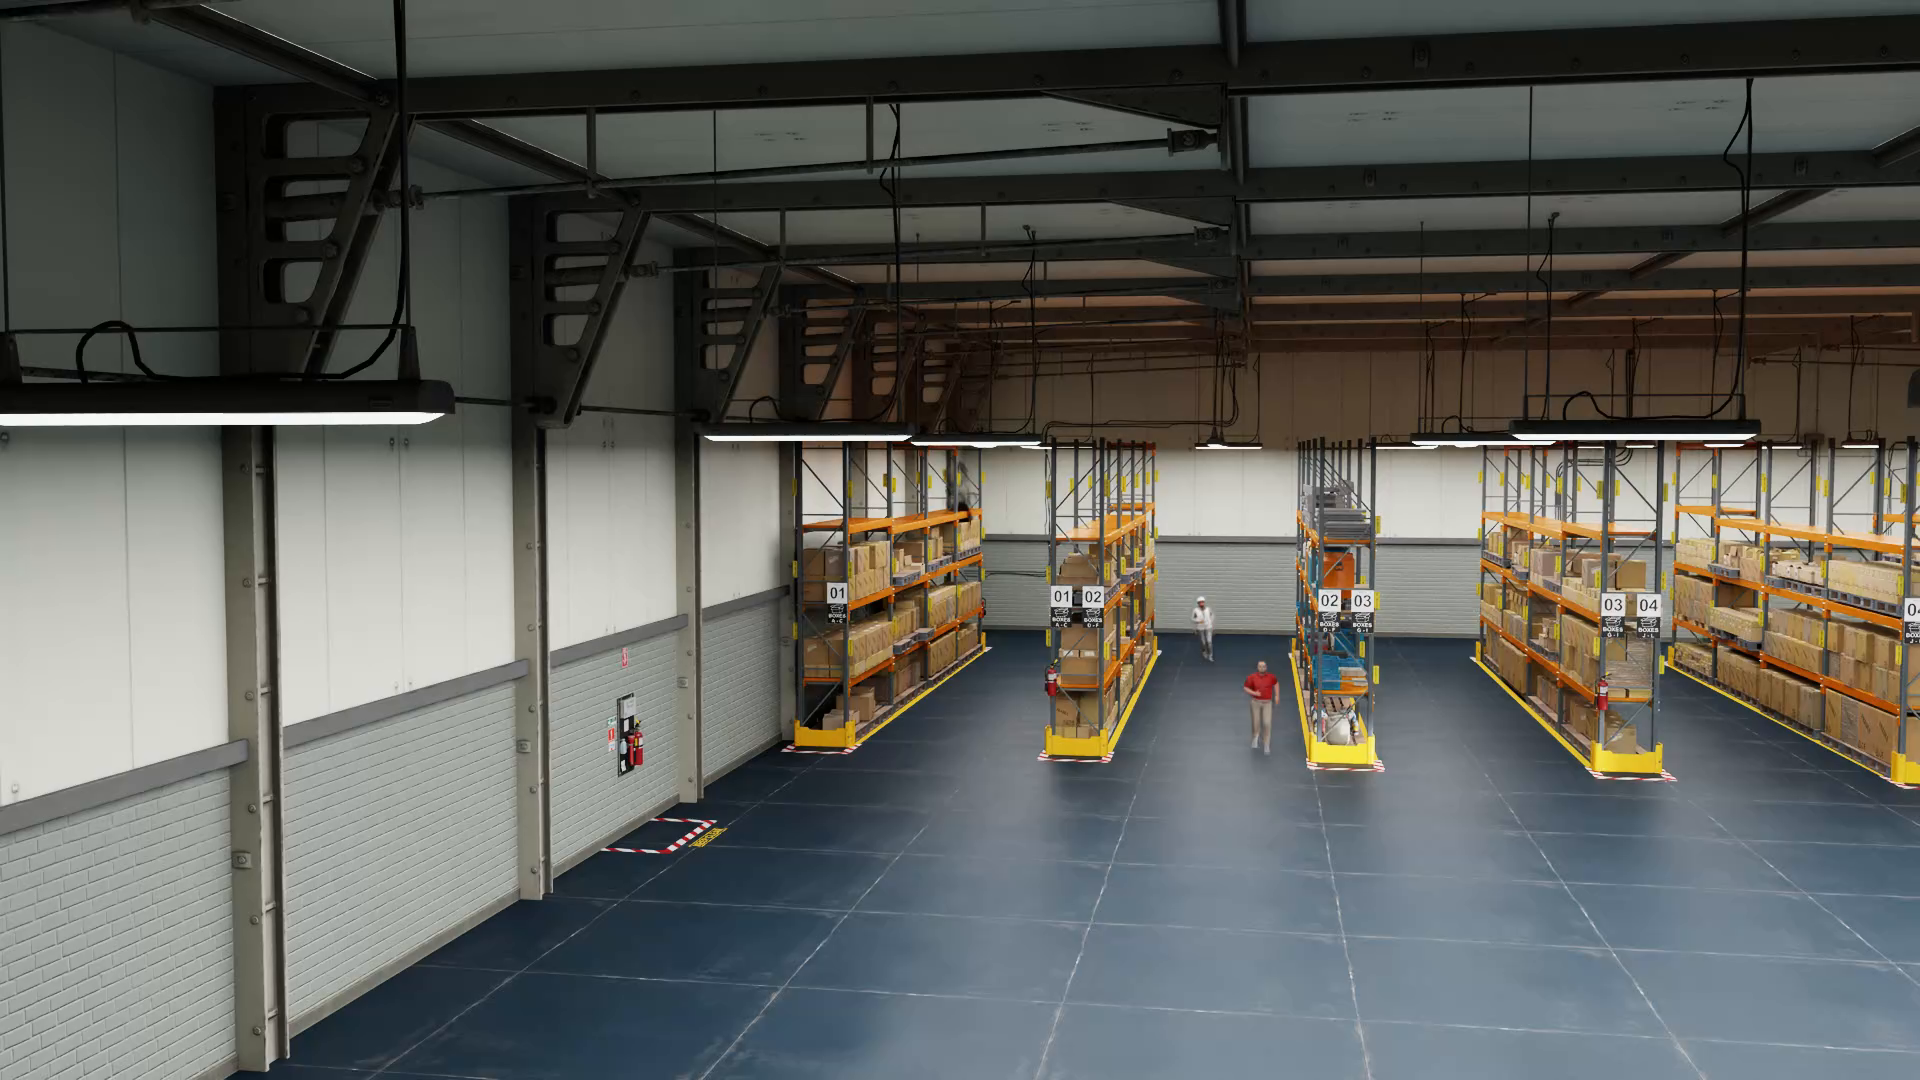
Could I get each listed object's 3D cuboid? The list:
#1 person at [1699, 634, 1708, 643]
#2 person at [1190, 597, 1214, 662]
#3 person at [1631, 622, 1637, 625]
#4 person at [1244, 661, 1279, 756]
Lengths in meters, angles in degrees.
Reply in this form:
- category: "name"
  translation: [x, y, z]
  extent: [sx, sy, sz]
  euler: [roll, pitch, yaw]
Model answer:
- category: "person"
  translation: [20.508, 2.473, 45.729]
  extent: [0.818, 1.651, 0.514]
  euler: [-3, 4, -44]
- category: "person"
  translation: [6.669, 2.439, 45.692]
  extent: [0.690, 1.752, 0.899]
  euler: [0, 3, -3]
- category: "person"
  translation: [17.662, 2.547, 43.719]
  extent: [0.710, 1.829, 0.799]
  euler: [1, 3, 21]
- category: "person"
  translation: [5.754, 3.186, 31.756]
  extent: [0.679, 1.791, 0.832]
  euler: [0, 3, 4]
